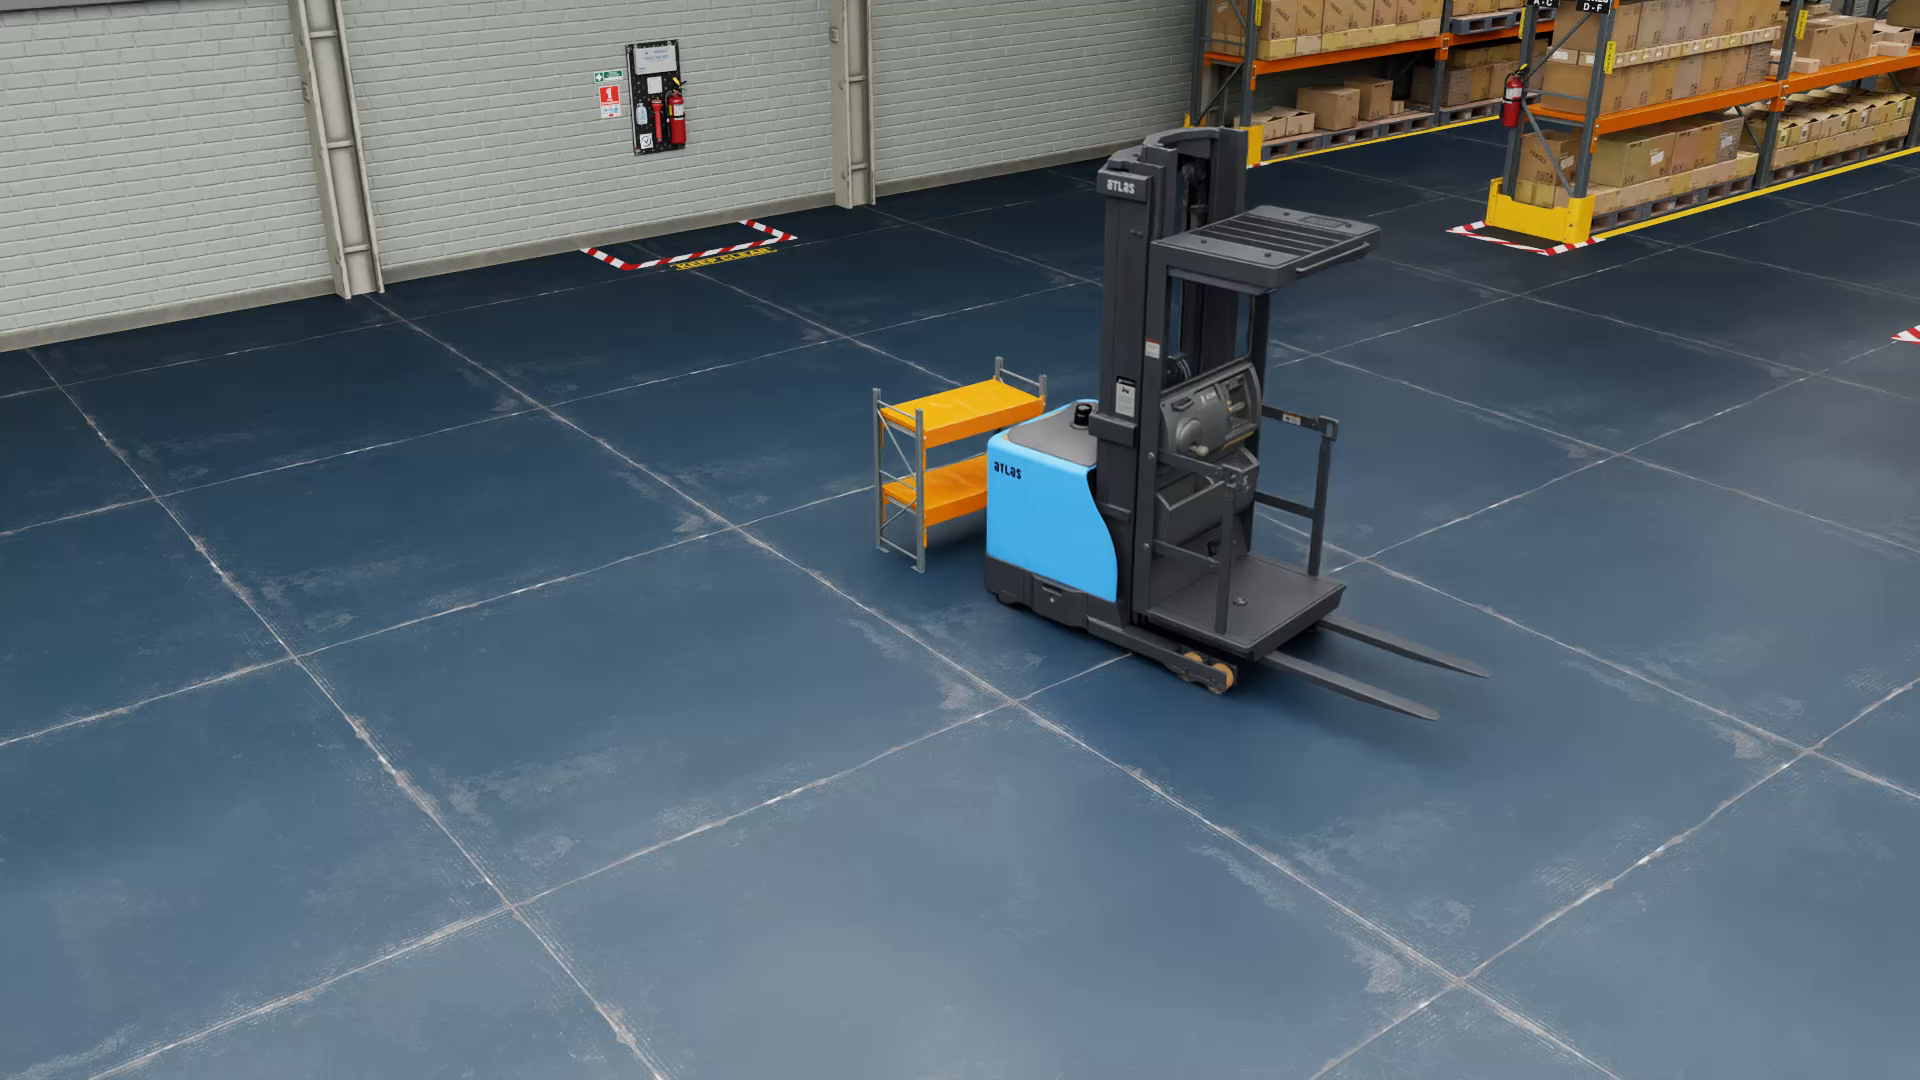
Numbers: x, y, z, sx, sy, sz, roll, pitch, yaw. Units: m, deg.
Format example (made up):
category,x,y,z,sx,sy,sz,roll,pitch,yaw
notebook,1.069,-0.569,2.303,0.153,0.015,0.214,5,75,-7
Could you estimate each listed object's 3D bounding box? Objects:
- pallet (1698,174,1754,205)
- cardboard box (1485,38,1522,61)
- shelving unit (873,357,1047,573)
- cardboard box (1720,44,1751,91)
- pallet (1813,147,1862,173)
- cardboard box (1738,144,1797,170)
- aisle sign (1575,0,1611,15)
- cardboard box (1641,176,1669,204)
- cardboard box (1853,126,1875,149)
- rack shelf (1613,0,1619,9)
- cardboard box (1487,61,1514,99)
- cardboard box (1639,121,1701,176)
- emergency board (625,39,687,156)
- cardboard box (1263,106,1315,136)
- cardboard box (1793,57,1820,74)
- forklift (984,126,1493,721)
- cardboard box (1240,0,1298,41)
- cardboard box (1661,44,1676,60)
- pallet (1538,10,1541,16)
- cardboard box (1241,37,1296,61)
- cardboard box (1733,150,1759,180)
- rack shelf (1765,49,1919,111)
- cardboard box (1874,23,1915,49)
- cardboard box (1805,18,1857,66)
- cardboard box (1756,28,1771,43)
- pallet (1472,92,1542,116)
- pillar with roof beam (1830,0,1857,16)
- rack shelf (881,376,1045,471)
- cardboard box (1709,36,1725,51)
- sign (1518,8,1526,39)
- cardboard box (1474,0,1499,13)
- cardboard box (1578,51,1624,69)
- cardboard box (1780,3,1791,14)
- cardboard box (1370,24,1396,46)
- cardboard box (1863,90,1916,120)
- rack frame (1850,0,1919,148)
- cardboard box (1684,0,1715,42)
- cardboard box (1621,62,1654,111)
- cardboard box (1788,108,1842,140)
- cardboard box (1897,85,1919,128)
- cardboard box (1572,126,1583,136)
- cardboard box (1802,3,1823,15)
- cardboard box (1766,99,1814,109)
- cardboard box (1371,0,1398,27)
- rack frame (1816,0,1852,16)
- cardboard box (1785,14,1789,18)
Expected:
category,x,y,z,sx,sy,sz,roll,pitch,yaw
pallet,9.002,-4.421,20.526,1.213,0.211,1.003,-18,31,-34
cardboard box,8.318,-7.497,25.397,0.500,0.250,0.500,-18,31,-34
shelving unit,0.005,-0.512,11.017,1.048,1.125,0.538,-18,31,-34
cardboard box,8.897,-5.668,19.780,0.500,0.500,0.700,-19,31,-35
pallet,11.170,-5.137,22.068,1.213,0.211,1.003,-18,31,-34
cardboard box,10.124,-4.845,20.893,0.500,0.250,0.500,-19,31,-35
aisle sign,6.643,-5.900,17.313,0.004,0.787,0.394,-18,31,-34
cardboard box,7.850,-4.110,19.309,0.500,0.250,0.500,-18,31,-34
cardboard box,11.737,-5.379,22.044,0.500,0.250,0.500,-17,30,-33
rack shelf,8.080,-6.394,18.755,4.000,0.370,1.077,-18,31,-34
cardboard box,7.965,-7.051,25.327,0.500,0.500,0.700,-18,30,-33
cardboard box,8.247,-4.578,19.427,0.500,0.500,0.500,-18,31,-34
emergency board,-3.226,-4.760,17.944,0.643,1.169,0.194,-18,31,-34
cardboard box,4.495,-5.758,22.765,0.500,0.311,0.500,-15,29,-30
cardboard box,10.477,-5.927,20.757,0.250,0.149,0.380,-18,31,-34
forklift,1.584,-0.714,9.307,3.031,2.935,1.130,21,32,37
cardboard box,4.007,-6.786,21.571,0.500,0.500,0.500,-18,31,-34
cardboard box,7.759,-5.479,18.603,0.250,0.149,0.380,-19,31,-36
pallet,9.246,-8.251,25.692,1.003,0.211,1.213,-18,31,-34
cardboard box,4.026,-6.442,21.723,0.500,0.250,0.500,-19,31,-35
cardboard box,9.423,-4.629,20.429,0.500,0.250,0.500,-18,31,-34
rack shelf,11.227,-6.072,21.625,4.000,0.370,1.077,-18,31,-34
cardboard box,12.488,-6.798,22.439,0.500,0.311,0.500,-16,29,-31
cardboard box,11.077,-6.385,21.326,0.500,0.500,0.500,-18,30,-34
cardboard box,9.376,-6.013,19.754,0.250,0.149,0.380,-19,31,-35
pallet,8.166,-6.775,25.598,1.213,0.211,1.003,-18,31,-34
pillar with roof beam,20.284,-12.919,28.397,0.400,9.000,9.100,-18,31,-34
rack shelf,0.005,-0.777,10.894,1.000,0.278,0.538,-18,31,-34
cardboard box,8.572,-5.748,19.182,0.250,0.149,0.380,-17,30,-33
sign,6.182,-5.656,18.217,0.005,0.325,0.100,-18,31,-34
cardboard box,7.460,-8.028,24.342,0.500,0.500,0.700,-15,29,-29
cardboard box,6.947,-5.210,18.024,0.250,0.149,0.380,-19,31,-34
cardboard box,14.927,-9.674,30.231,0.250,0.149,0.380,-18,30,-34
cardboard box,5.625,-6.974,22.868,0.500,0.250,0.500,-18,31,-34
cardboard box,12.541,-5.898,22.496,0.500,0.311,0.500,-17,30,-33
rack frame,12.801,-6.918,22.593,0.127,3.000,1.000,-18,31,-34
cardboard box,8.123,-6.004,18.964,0.500,0.500,0.700,-18,31,-34
cardboard box,7.291,-5.140,18.644,0.500,0.500,0.700,-17,30,-33
cardboard box,10.936,-5.365,21.347,0.500,0.311,0.500,-19,31,-36
cardboard box,13.336,-6.007,23.077,0.500,0.500,0.500,-17,30,-32
cardboard box,7.522,-4.626,19.531,0.500,0.500,0.500,-18,31,-34
cardboard box,15.358,-9.612,30.097,0.250,0.149,0.380,-17,30,-33
cardboard box,10.993,-5.672,22.010,0.500,0.311,0.500,-19,31,-35
cardboard box,5.620,-7.316,22.714,0.500,0.500,0.500,-19,31,-35
rack frame,16.037,-10.636,30.605,0.127,3.000,1.000,-18,31,-34
cardboard box,14.759,-9.217,30.017,0.500,0.500,0.700,-19,31,-36
